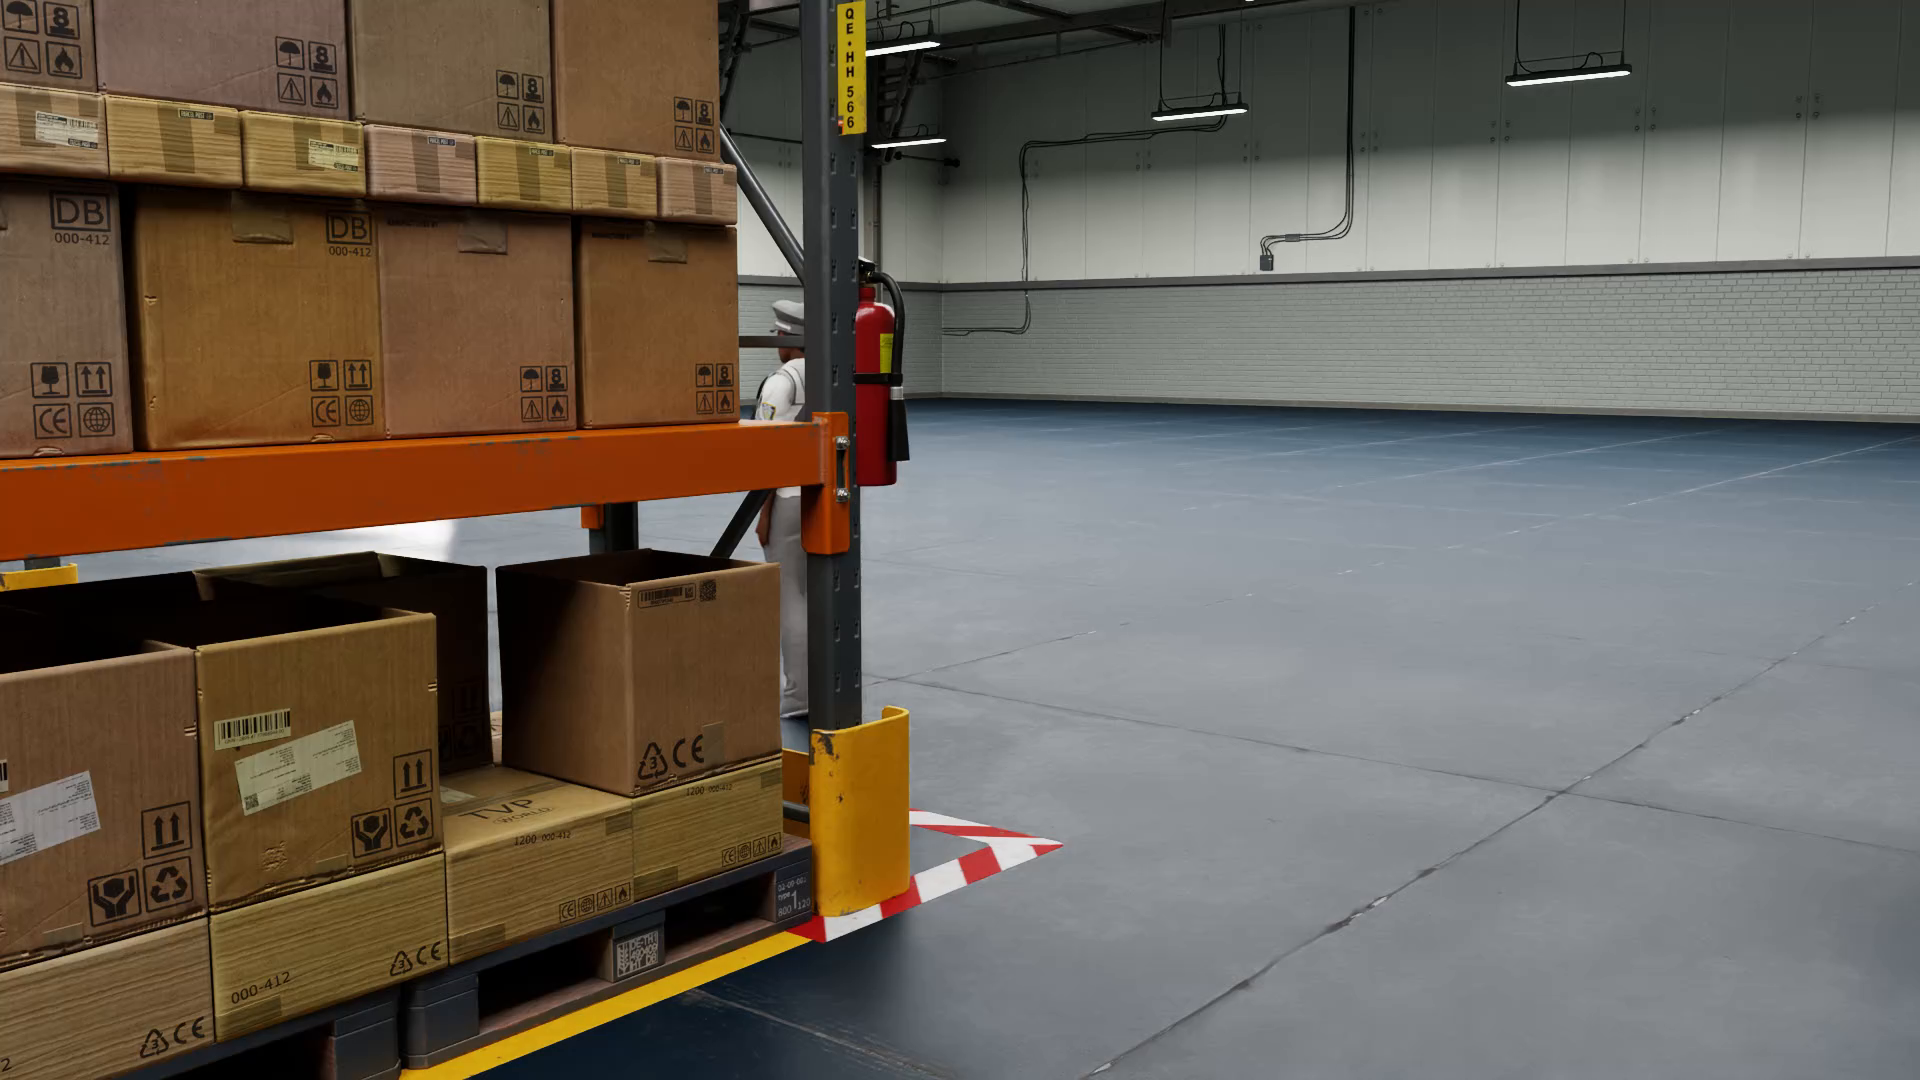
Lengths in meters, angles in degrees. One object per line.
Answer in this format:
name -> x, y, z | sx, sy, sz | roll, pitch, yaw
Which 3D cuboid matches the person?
person -> -0.656, -0.122, 6.787 | 0.367, 1.705, 0.436 | 6, 9, 40
